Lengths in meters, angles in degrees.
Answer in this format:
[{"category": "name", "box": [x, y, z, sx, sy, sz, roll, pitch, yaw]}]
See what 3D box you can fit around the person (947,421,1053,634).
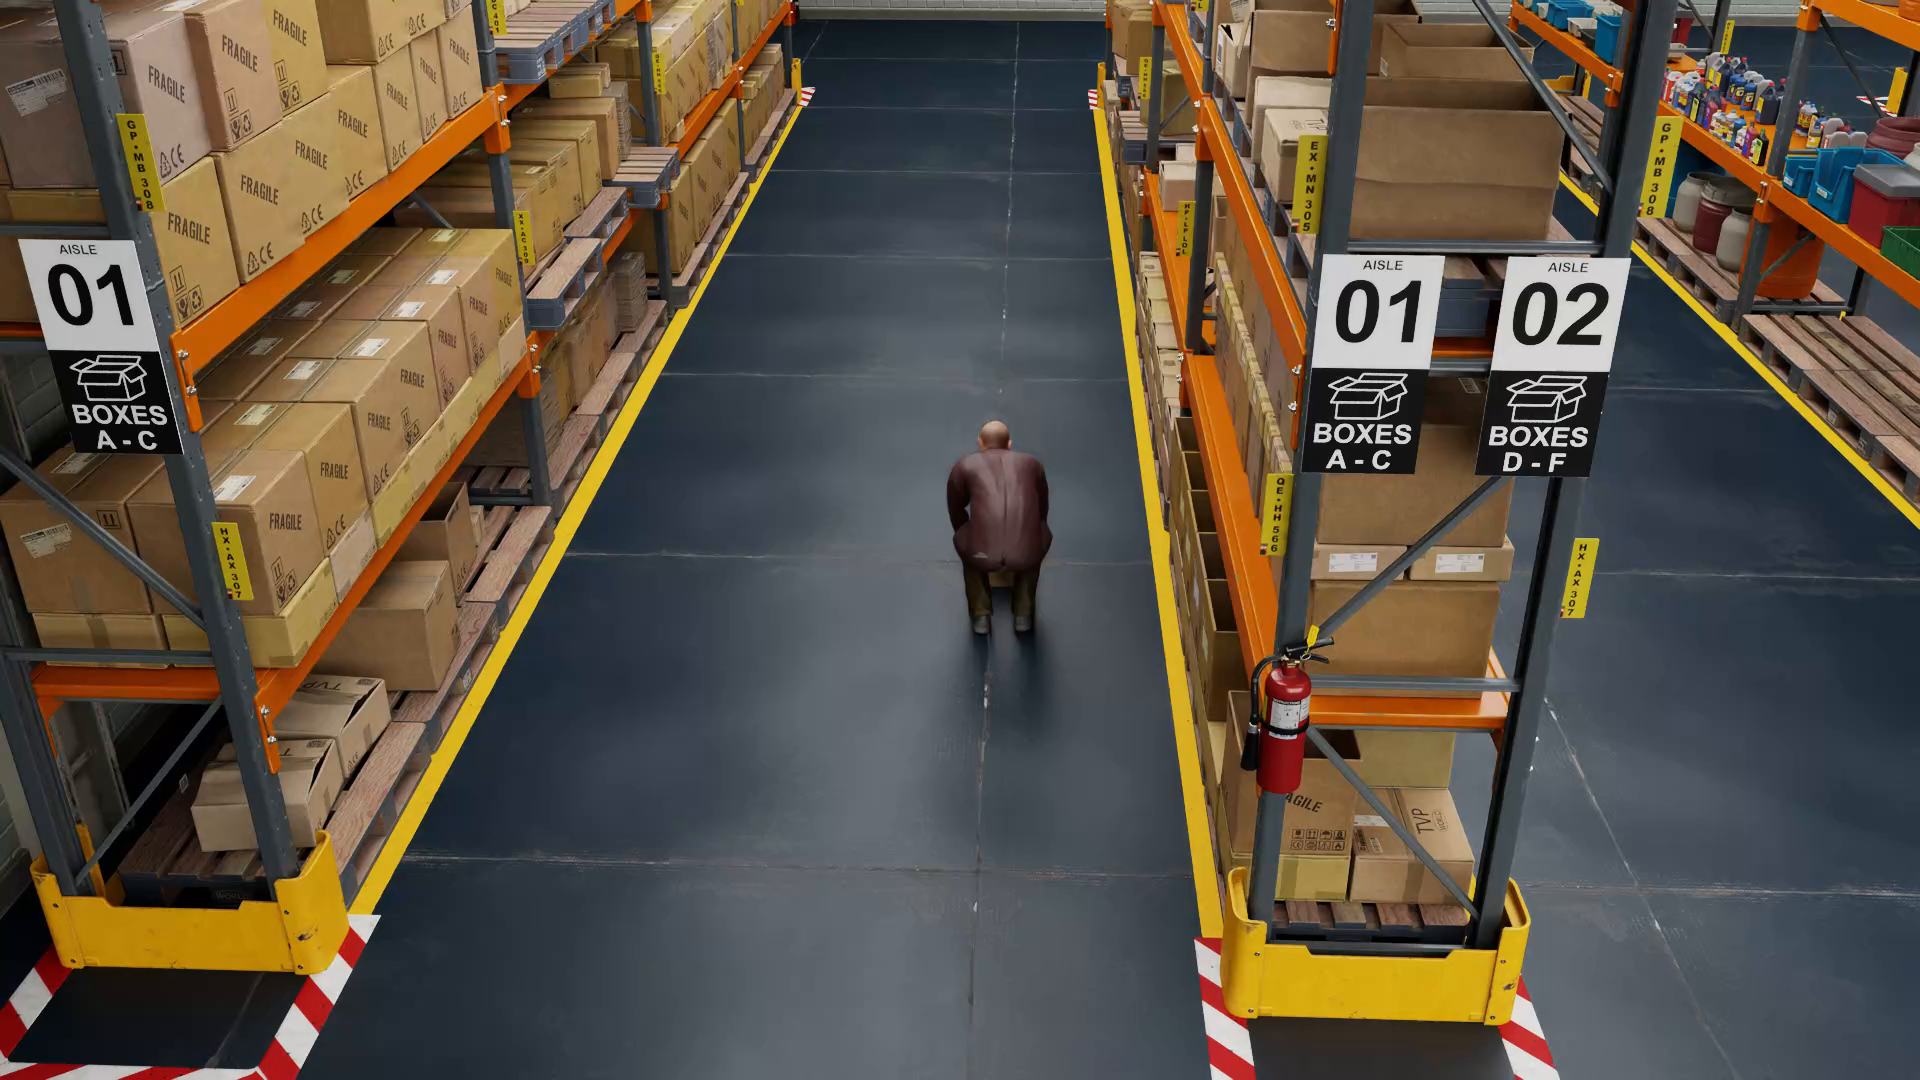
[{"category": "person", "box": [0.226, -0.053, 9.508, 0.611, 1.066, 0.879, 1, 28, 2]}]
